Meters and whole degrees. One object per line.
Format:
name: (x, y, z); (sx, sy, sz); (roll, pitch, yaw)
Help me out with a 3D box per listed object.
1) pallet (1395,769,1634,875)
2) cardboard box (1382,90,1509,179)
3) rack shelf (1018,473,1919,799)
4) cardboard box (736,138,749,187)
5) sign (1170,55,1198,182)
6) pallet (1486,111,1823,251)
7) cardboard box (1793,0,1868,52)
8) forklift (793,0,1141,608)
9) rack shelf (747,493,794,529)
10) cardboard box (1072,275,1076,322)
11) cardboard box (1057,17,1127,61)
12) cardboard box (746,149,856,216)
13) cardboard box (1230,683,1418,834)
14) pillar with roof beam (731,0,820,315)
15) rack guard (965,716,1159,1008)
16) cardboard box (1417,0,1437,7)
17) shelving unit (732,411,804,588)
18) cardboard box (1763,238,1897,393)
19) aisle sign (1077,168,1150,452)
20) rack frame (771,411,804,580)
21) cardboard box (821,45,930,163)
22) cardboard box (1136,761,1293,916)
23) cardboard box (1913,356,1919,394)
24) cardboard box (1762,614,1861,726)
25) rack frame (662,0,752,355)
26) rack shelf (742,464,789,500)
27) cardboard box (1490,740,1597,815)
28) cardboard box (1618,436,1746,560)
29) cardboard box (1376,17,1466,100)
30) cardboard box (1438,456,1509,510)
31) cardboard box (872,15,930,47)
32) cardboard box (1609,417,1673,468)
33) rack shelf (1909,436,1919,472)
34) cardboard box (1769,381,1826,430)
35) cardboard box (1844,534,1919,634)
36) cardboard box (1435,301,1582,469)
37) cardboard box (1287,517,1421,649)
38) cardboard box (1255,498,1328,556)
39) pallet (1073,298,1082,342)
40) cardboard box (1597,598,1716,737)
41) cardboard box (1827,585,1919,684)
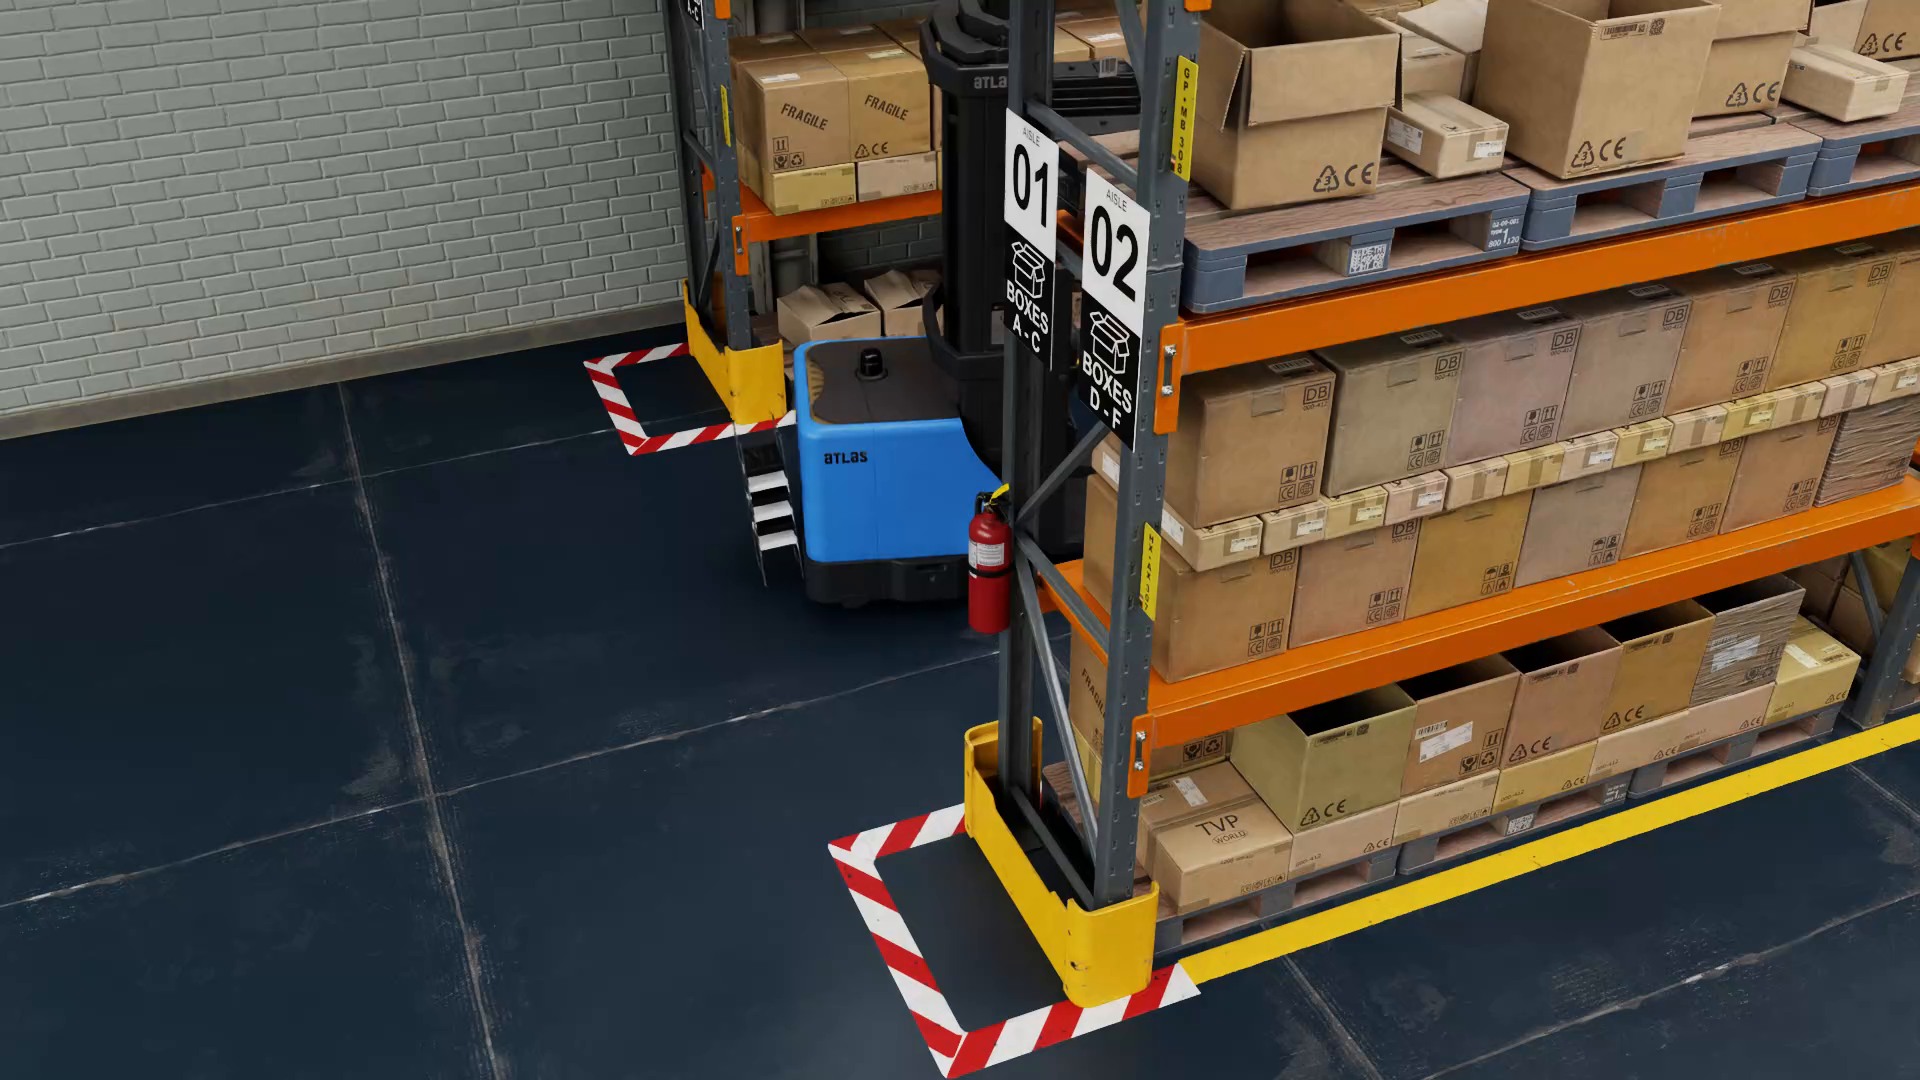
pallet: (2.218, 0.951, 7.513); (1.213, 0.211, 1.003); (-13, 35, -19)
cardboard box: (1.559, -1.326, 5.422); (0.250, 0.149, 0.380); (-13, 35, -19)
rack shelf: (2.250, 0.099, 6.924); (4.000, 0.370, 1.077); (-13, 35, -19)
cardboard box: (-1.159, -2.412, 10.243); (0.500, 0.250, 0.500); (-12, 35, -18)
sign: (0.616, -1.156, 4.570); (0.005, 0.325, 0.100); (-13, 35, -19)
pallet: (2.195, -1.396, 5.894); (1.213, 0.211, 1.003); (-13, 35, -19)
cardboard box: (3.030, -1.991, 6.296); (0.500, 0.311, 0.500); (-15, 36, -22)
forklift: (0.660, -1.218, 8.353); (3.031, 2.935, 1.130); (-4, 33, -6)
rack shelf: (-0.990, -0.175, 8.659); (0.200, 0.077, 0.258); (-13, 35, -11)
cardboard box: (0.379, -1.758, 11.007); (0.500, 0.500, 0.700); (-15, 36, -22)
cardboard box: (0.931, -2.910, 10.321); (0.500, 0.500, 0.500); (-14, 36, -20)
cardboard box: (-0.942, -2.159, 9.855); (0.500, 0.250, 0.500); (-14, 36, -20)
cardboard box: (1.447, 0.774, 6.676); (0.500, 0.500, 0.500); (-13, 35, -19)
pillar with roof beam: (0.462, -3.203, 5.839); (0.400, 9.000, 9.100); (-13, 35, -19)
rack guard: (0.384, 1.273, 6.753); (0.348, 0.500, 1.175); (-13, 35, -19)
cardboard box: (3.174, -3.546, 11.372); (0.500, 0.500, 0.700); (-9, 34, -14)
shelving unit: (-0.993, -0.202, 8.641); (0.210, 0.900, 0.258); (-13, 35, -11)
cardboard box: (3.222, -1.006, 6.682); (0.500, 0.500, 0.700); (-13, 35, -19)
aisle sign: (0.464, -0.702, 5.112); (0.004, 0.787, 0.394); (-13, 35, -19)
rack frame: (-0.895, -0.224, 8.659); (0.006, 0.900, 0.240); (-13, 35, -11)
cardboard box: (-0.499, -2.579, 9.813); (0.500, 0.500, 0.500); (-13, 35, -19)
cardboard box: (0.987, 1.195, 6.717); (0.500, 0.250, 0.500); (-13, 35, -19)
cardboard box: (3.927, -0.773, 6.919); (0.250, 0.149, 0.380); (-13, 35, -19)
cardboard box: (3.751, 0.560, 7.693); (0.500, 0.250, 0.500); (-13, 35, -19)
rack frame: (-1.515, -2.270, 9.906); (0.127, 3.000, 1.000); (-13, 35, -19)
rack shelf: (-1.004, -0.323, 8.558); (0.200, 0.077, 0.258); (-13, 35, -11)
cardboard box: (2.370, 0.879, 7.202); (0.500, 0.250, 0.500); (-13, 35, -19)
cardboard box: (2.740, -0.351, 6.865); (0.500, 0.500, 0.700); (-12, 35, -18)
cardboard box: (1.366, -1.585, 5.727); (0.500, 0.250, 0.500); (-13, 35, -19)
cardboard box: (1.803, -0.287, 6.172); (0.250, 0.149, 0.380); (-14, 36, -21)
cardboard box: (-0.220, -2.949, 10.381); (0.500, 0.500, 0.500); (-14, 36, -20)
cardboard box: (2.511, -0.448, 6.420); (0.250, 0.149, 0.380); (-12, 35, -17)
rack shelf: (5.938, -0.745, 8.222); (4.000, 0.370, 1.077); (-13, 35, -19)
cardboard box: (3.216, -0.609, 6.668); (0.250, 0.149, 0.380); (-13, 35, -19)
cardboard box: (4.572, 0.155, 7.801); (0.500, 0.311, 0.500); (-13, 35, -19)
cardboard box: (1.838, -0.689, 6.196); (0.500, 0.500, 0.700); (-13, 35, -19)
cardboard box: (1.324, -0.027, 6.368); (0.500, 0.500, 0.700); (-12, 35, -18)
cardboard box: (1.094, -0.125, 5.924); (0.250, 0.149, 0.380); (-14, 36, -20)
pallet: (0.441, -1.526, 11.320); (1.213, 0.211, 1.003); (-13, 35, -19)
cardboard box: (2.826, 0.453, 7.170); (0.500, 0.500, 0.500); (-13, 35, -19)
cardboard box: (4.562, 0.392, 7.952); (0.500, 0.250, 0.500); (-14, 35, -20)
